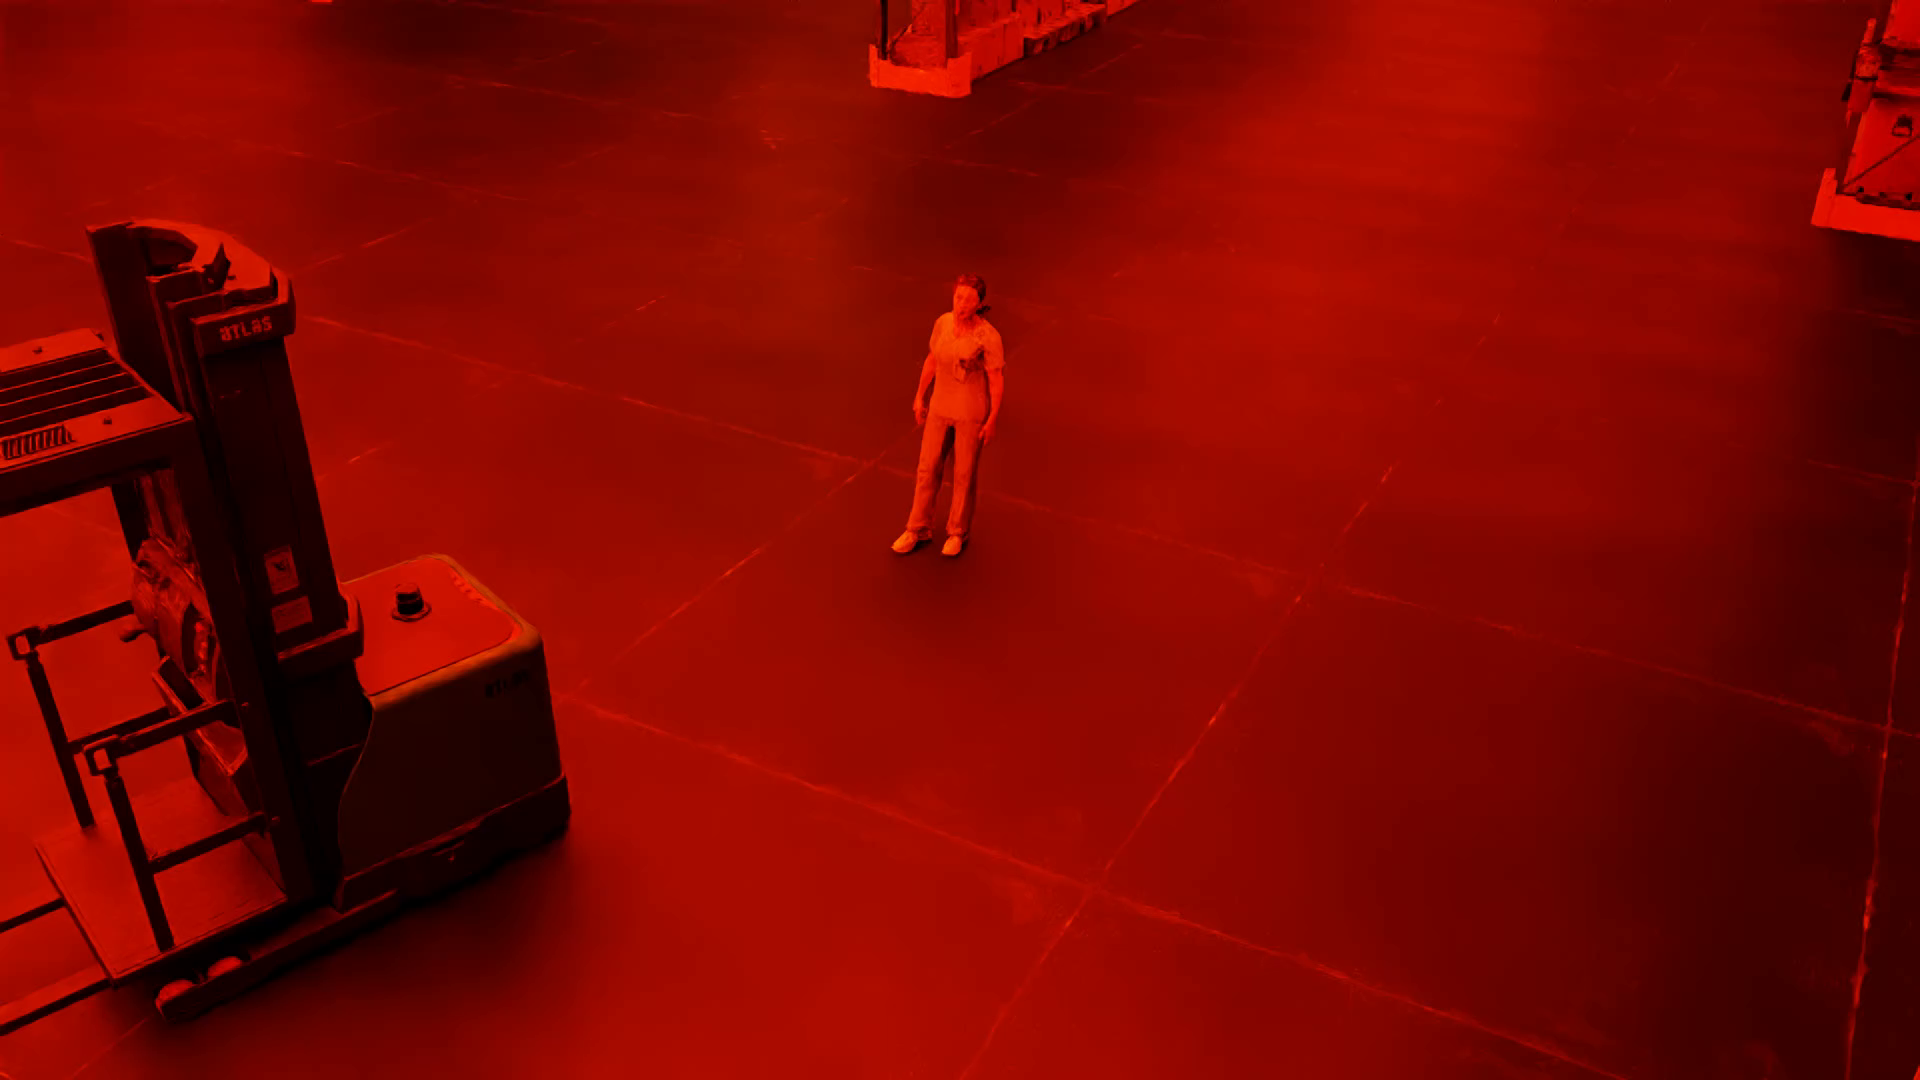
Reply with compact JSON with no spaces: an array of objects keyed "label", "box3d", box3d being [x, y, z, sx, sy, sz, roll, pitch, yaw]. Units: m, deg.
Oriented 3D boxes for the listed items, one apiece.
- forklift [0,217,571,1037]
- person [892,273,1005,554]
[{"label":"forklift","box3d":[-3.236,0.364,6.440,3.031,2.935,1.130,-24,37,-35]},{"label":"person","box3d":[-0.047,-0.703,9.530,0.550,1.674,0.548,15,33,25]}]
